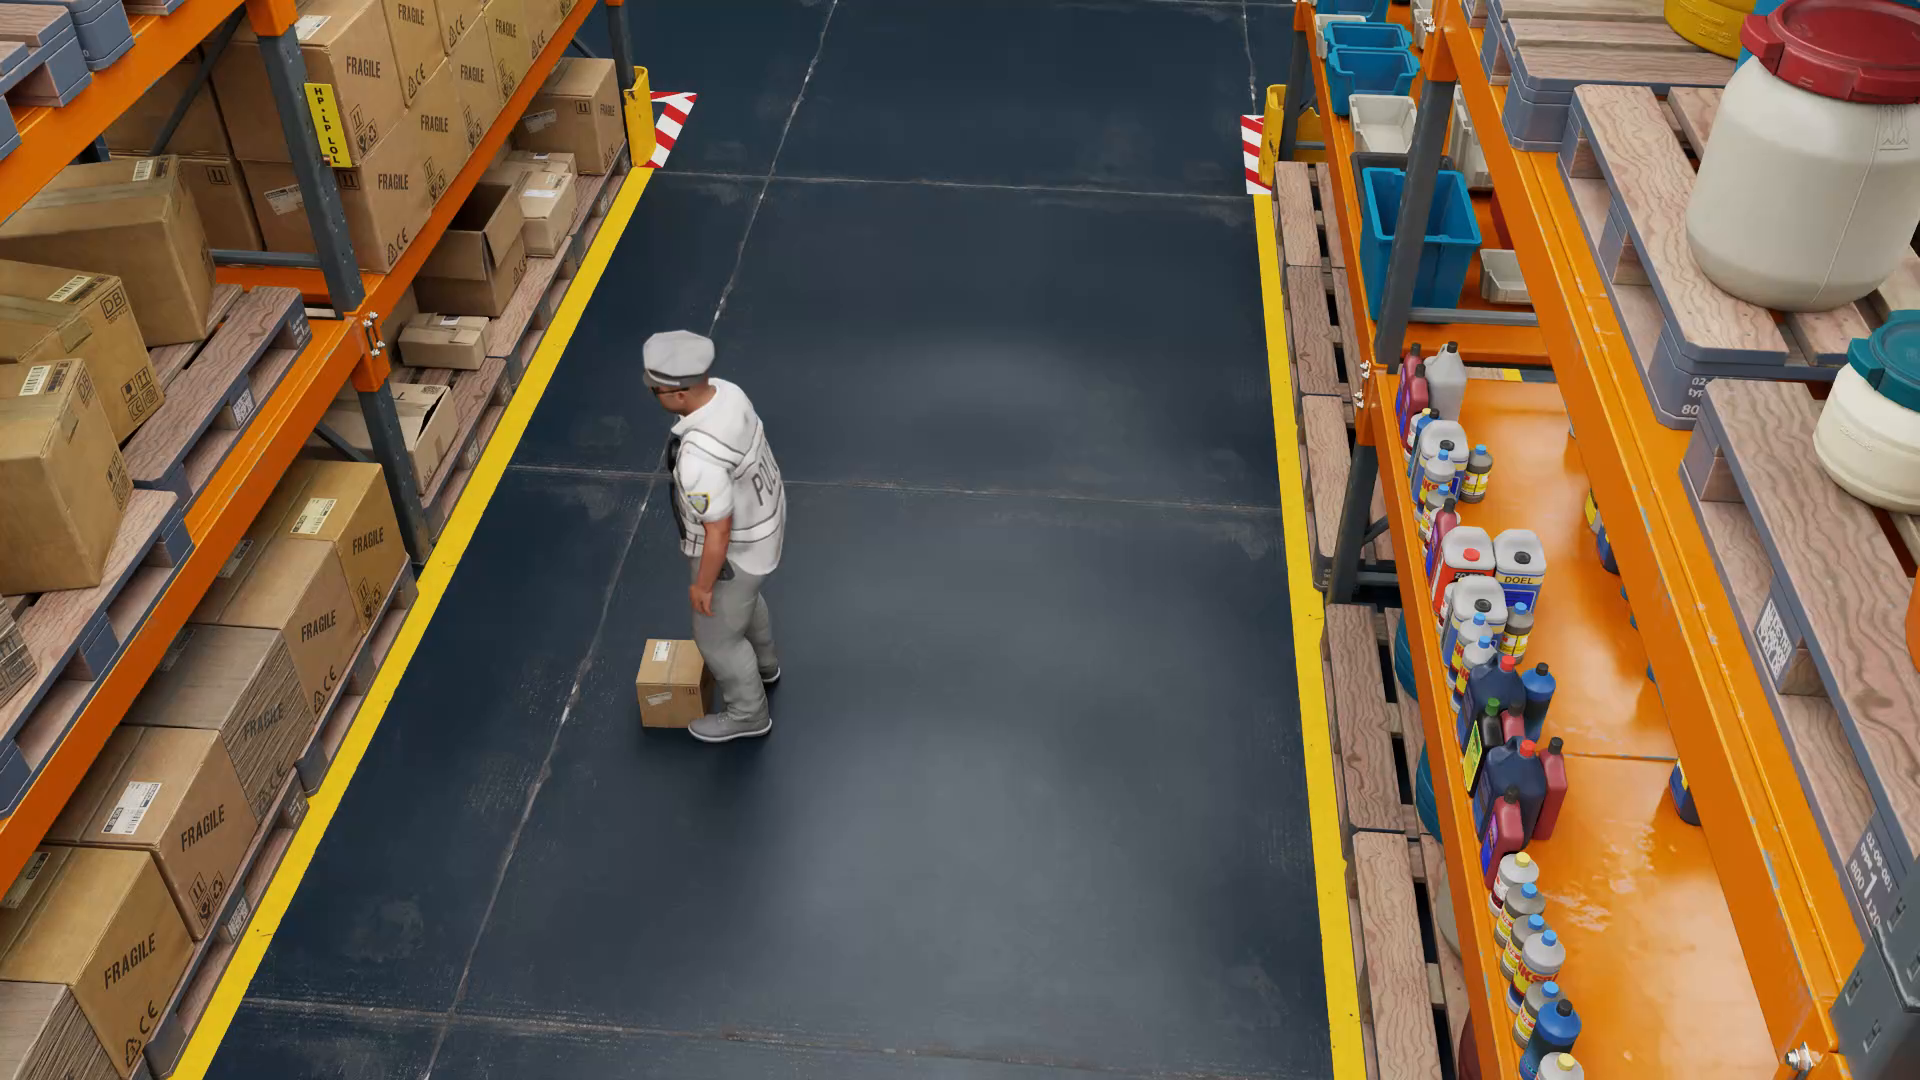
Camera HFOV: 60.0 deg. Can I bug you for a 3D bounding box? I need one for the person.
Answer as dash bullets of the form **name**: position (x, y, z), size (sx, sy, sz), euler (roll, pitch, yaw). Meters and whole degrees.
- **person**: position (-0.861, 0.005, 6.144), size (0.435, 1.748, 0.591), euler (3, 40, 3)
